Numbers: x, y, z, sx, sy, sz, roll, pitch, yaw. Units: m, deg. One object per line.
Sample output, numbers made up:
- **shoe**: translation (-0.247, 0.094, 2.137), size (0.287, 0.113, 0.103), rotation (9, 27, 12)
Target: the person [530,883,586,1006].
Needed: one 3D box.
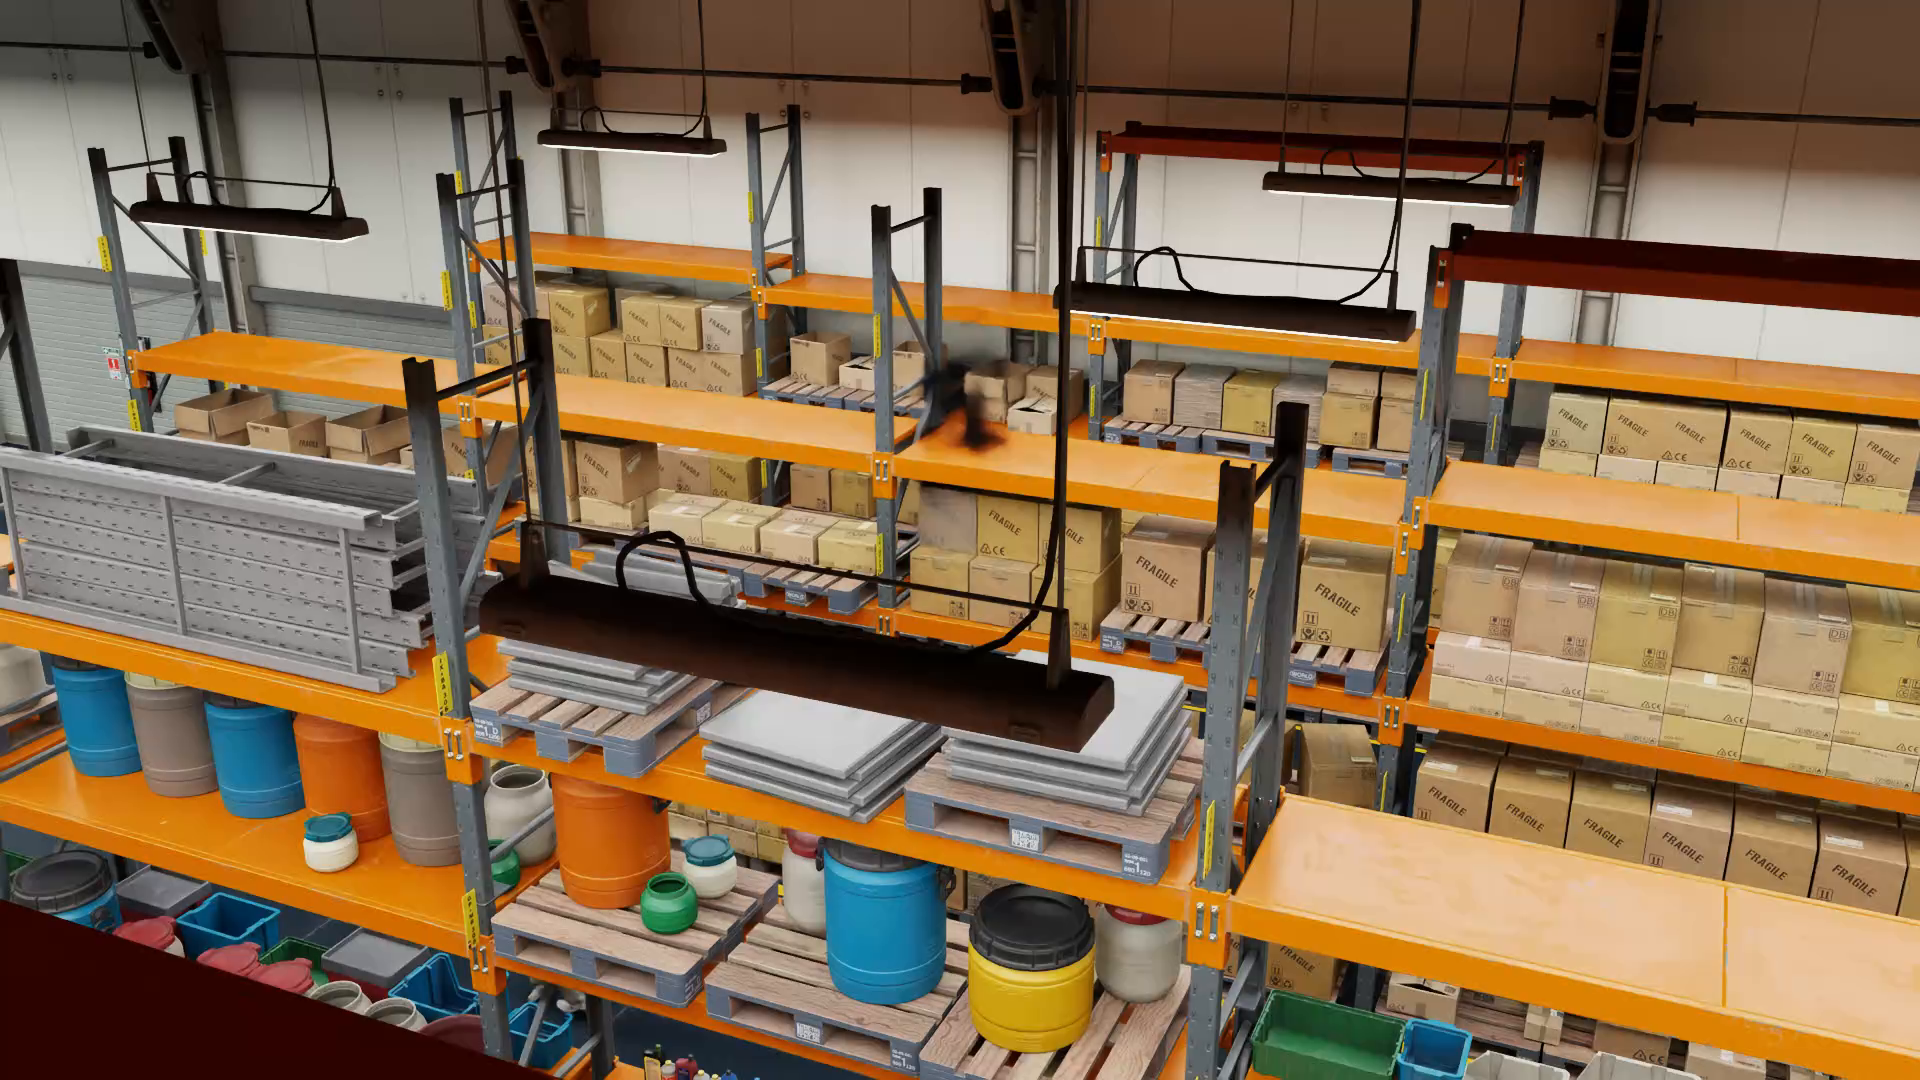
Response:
- **person**: translation (-3.147, 2.922, 12.678), size (0.655, 1.318, 0.507), rotation (5, 21, 12)
